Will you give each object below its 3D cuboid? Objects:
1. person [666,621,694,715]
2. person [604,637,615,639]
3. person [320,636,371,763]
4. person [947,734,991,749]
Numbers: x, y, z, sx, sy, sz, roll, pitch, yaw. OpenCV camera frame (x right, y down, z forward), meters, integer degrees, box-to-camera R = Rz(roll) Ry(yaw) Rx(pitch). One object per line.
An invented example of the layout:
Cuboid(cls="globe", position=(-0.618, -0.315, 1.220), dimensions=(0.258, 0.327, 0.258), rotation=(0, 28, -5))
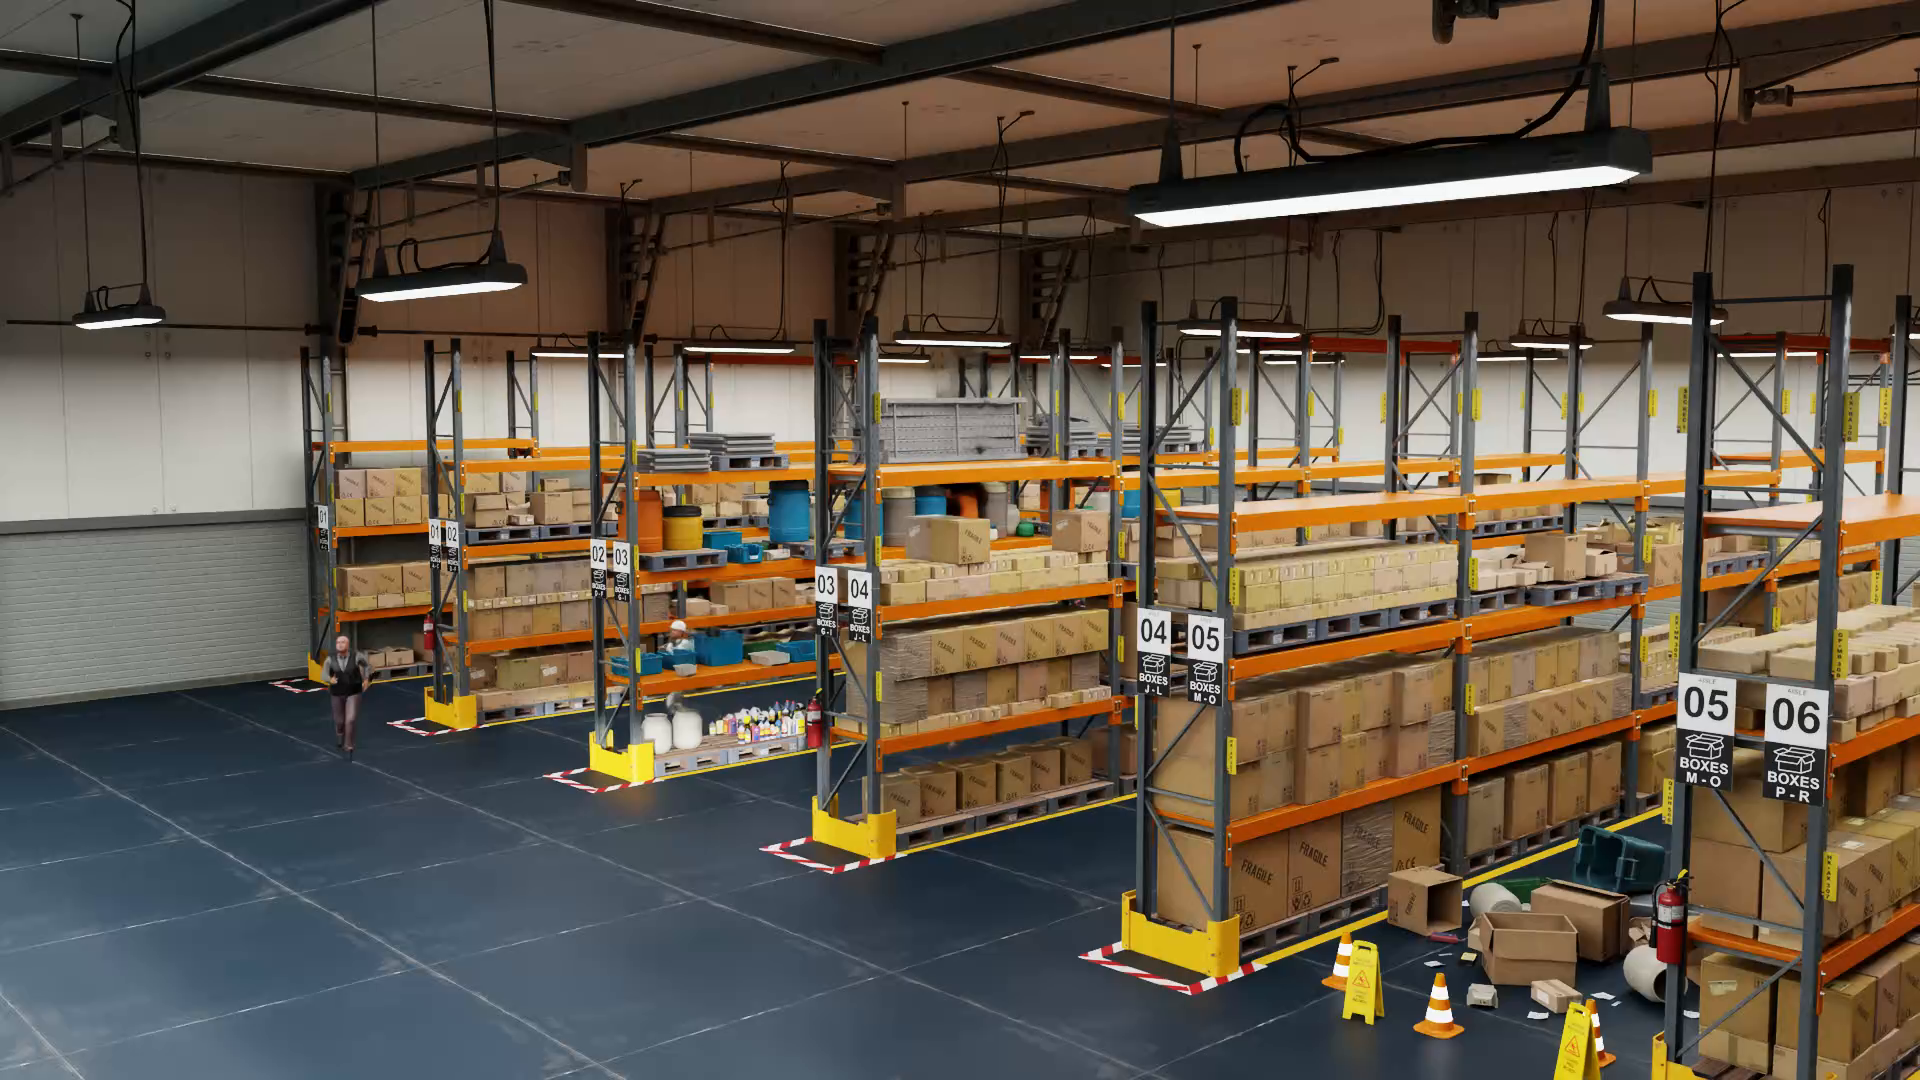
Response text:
Cuboid(cls="person", position=(-4.270, 2.086, 25.048), dimensions=(0.636, 1.749, 0.655), rotation=(-4, 7, -41))
Cuboid(cls="person", position=(-6.279, 1.662, 29.860), dimensions=(0.760, 1.755, 0.657), rotation=(-5, 7, -44))
Cuboid(cls="person", position=(-8.744, 2.222, 23.696), dimensions=(0.667, 1.739, 0.967), rotation=(-1, 5, -12))
Cuboid(cls="person", position=(0.130, 2.010, 22.976), dimensions=(0.567, 1.695, 0.861), rotation=(4, 7, 40))
